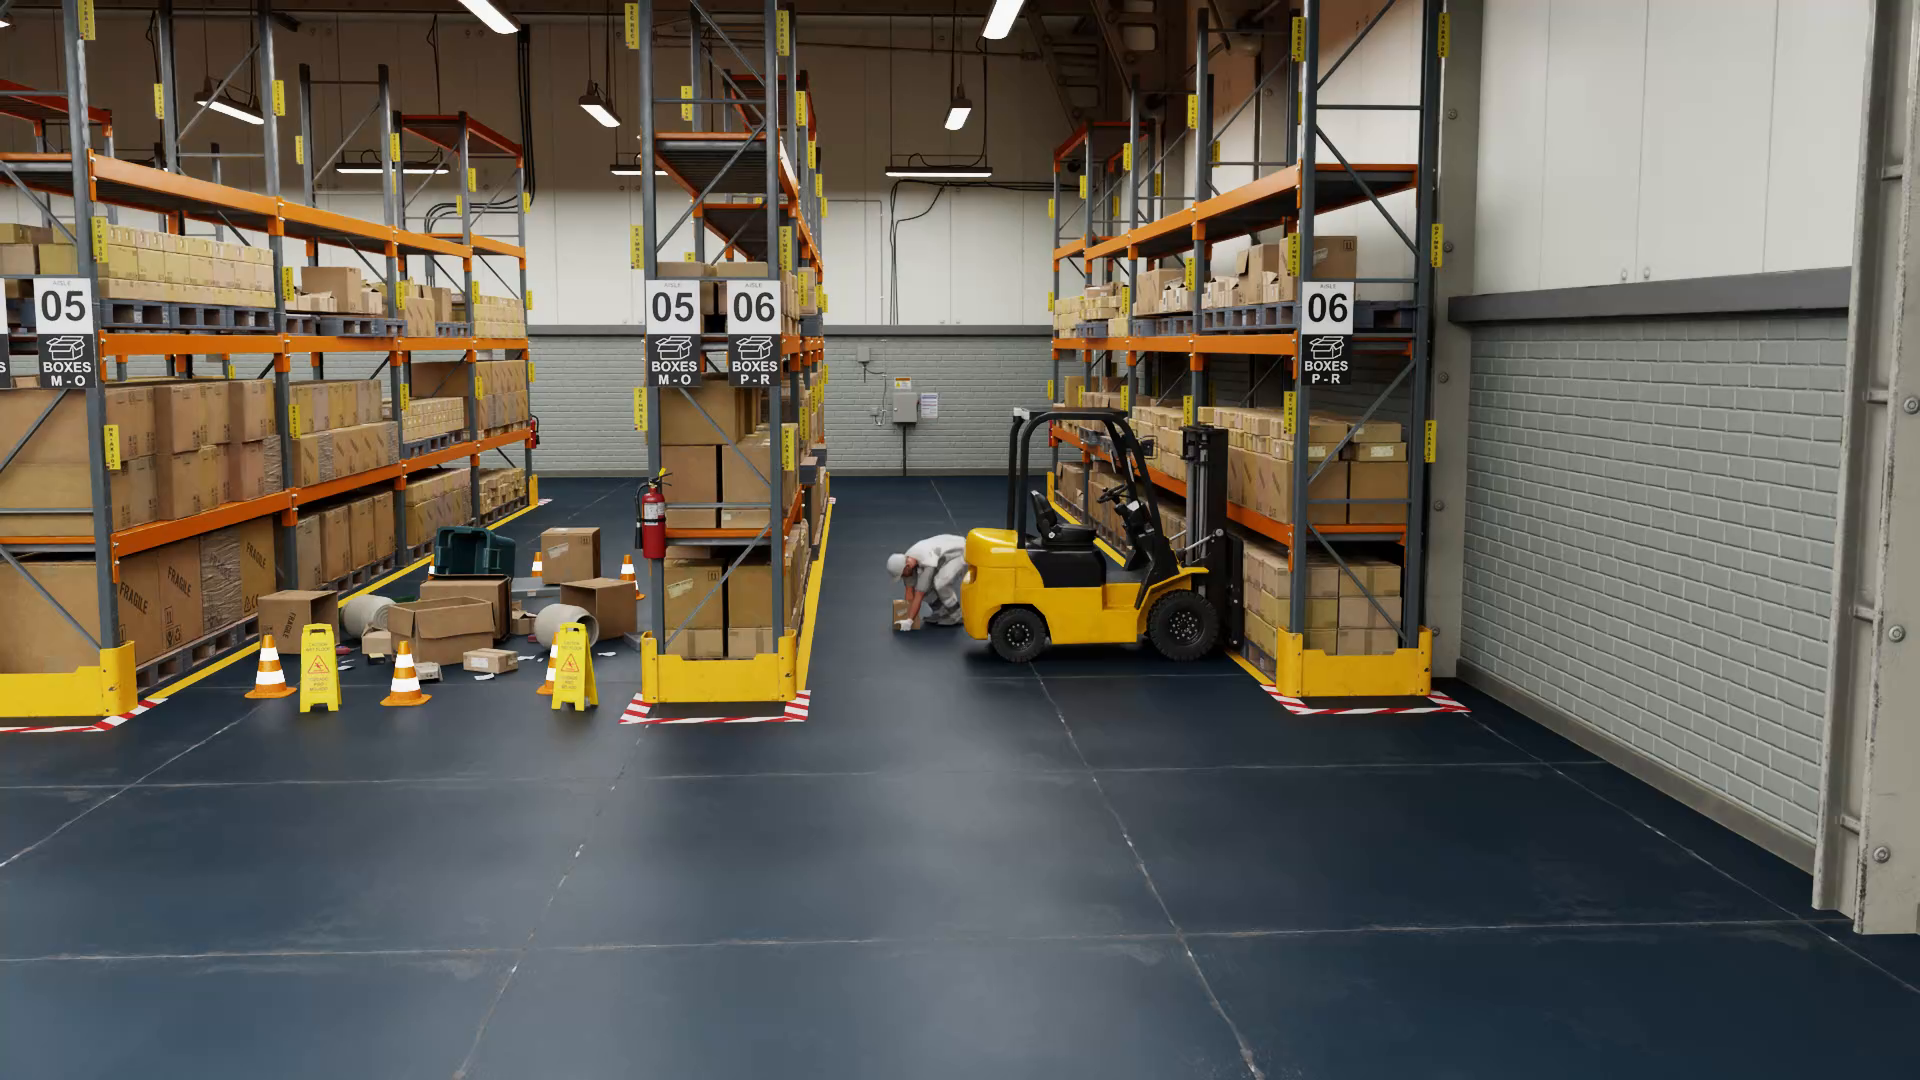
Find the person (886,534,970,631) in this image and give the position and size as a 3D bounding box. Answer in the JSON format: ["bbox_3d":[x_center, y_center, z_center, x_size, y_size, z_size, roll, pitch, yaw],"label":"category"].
[{"bbox_3d":[-0.290,0.408,16.174,0.962,0.895,0.535,-5,8,-35],"label":"person"}]
